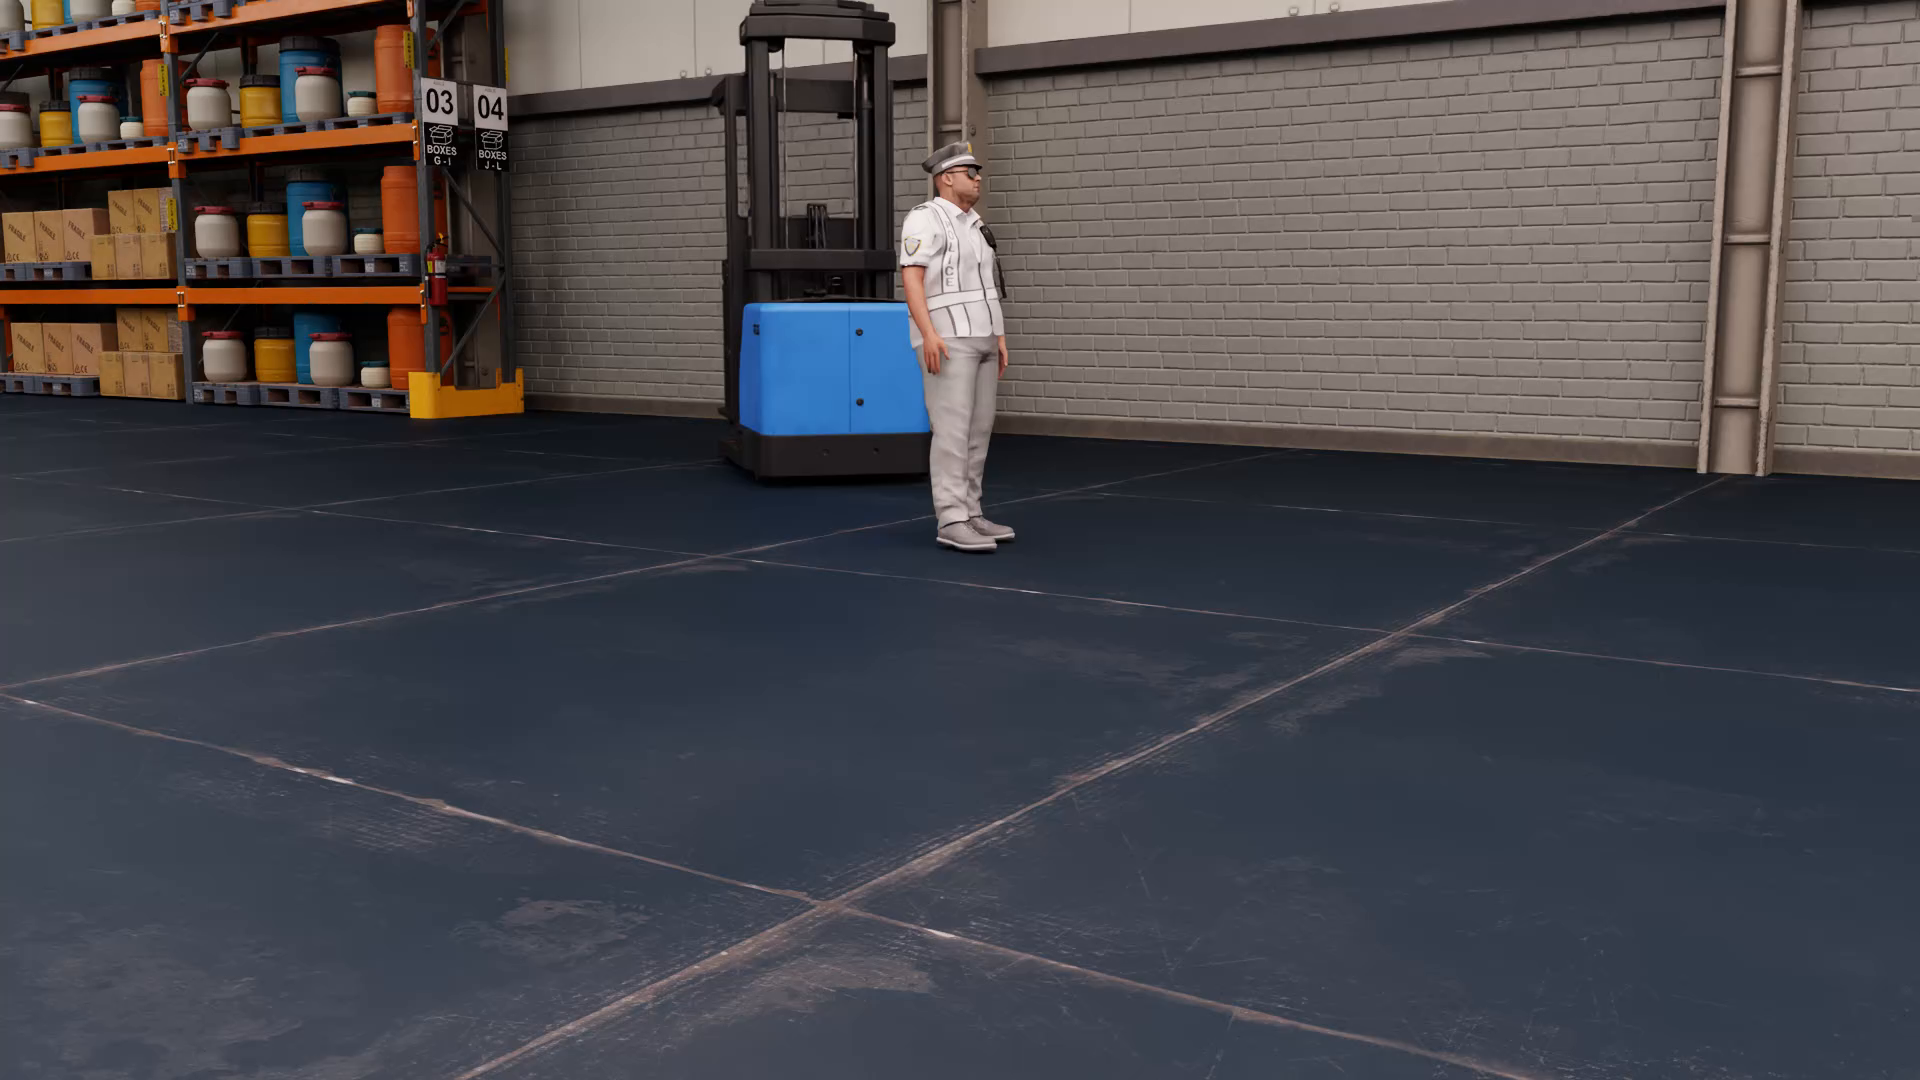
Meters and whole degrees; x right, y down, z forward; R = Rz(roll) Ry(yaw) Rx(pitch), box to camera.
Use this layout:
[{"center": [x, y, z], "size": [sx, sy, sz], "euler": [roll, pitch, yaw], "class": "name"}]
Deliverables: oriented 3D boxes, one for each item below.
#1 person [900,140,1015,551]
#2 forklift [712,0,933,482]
[{"center": [0.059, -0.883, 7.425], "size": [0.574, 1.781, 0.641], "euler": [5, 10, 34], "class": "person"}, {"center": [-1.032, -1.969, 11.037], "size": [1.130, 2.935, 3.031], "euler": [-2, 8, -15], "class": "forklift"}]
